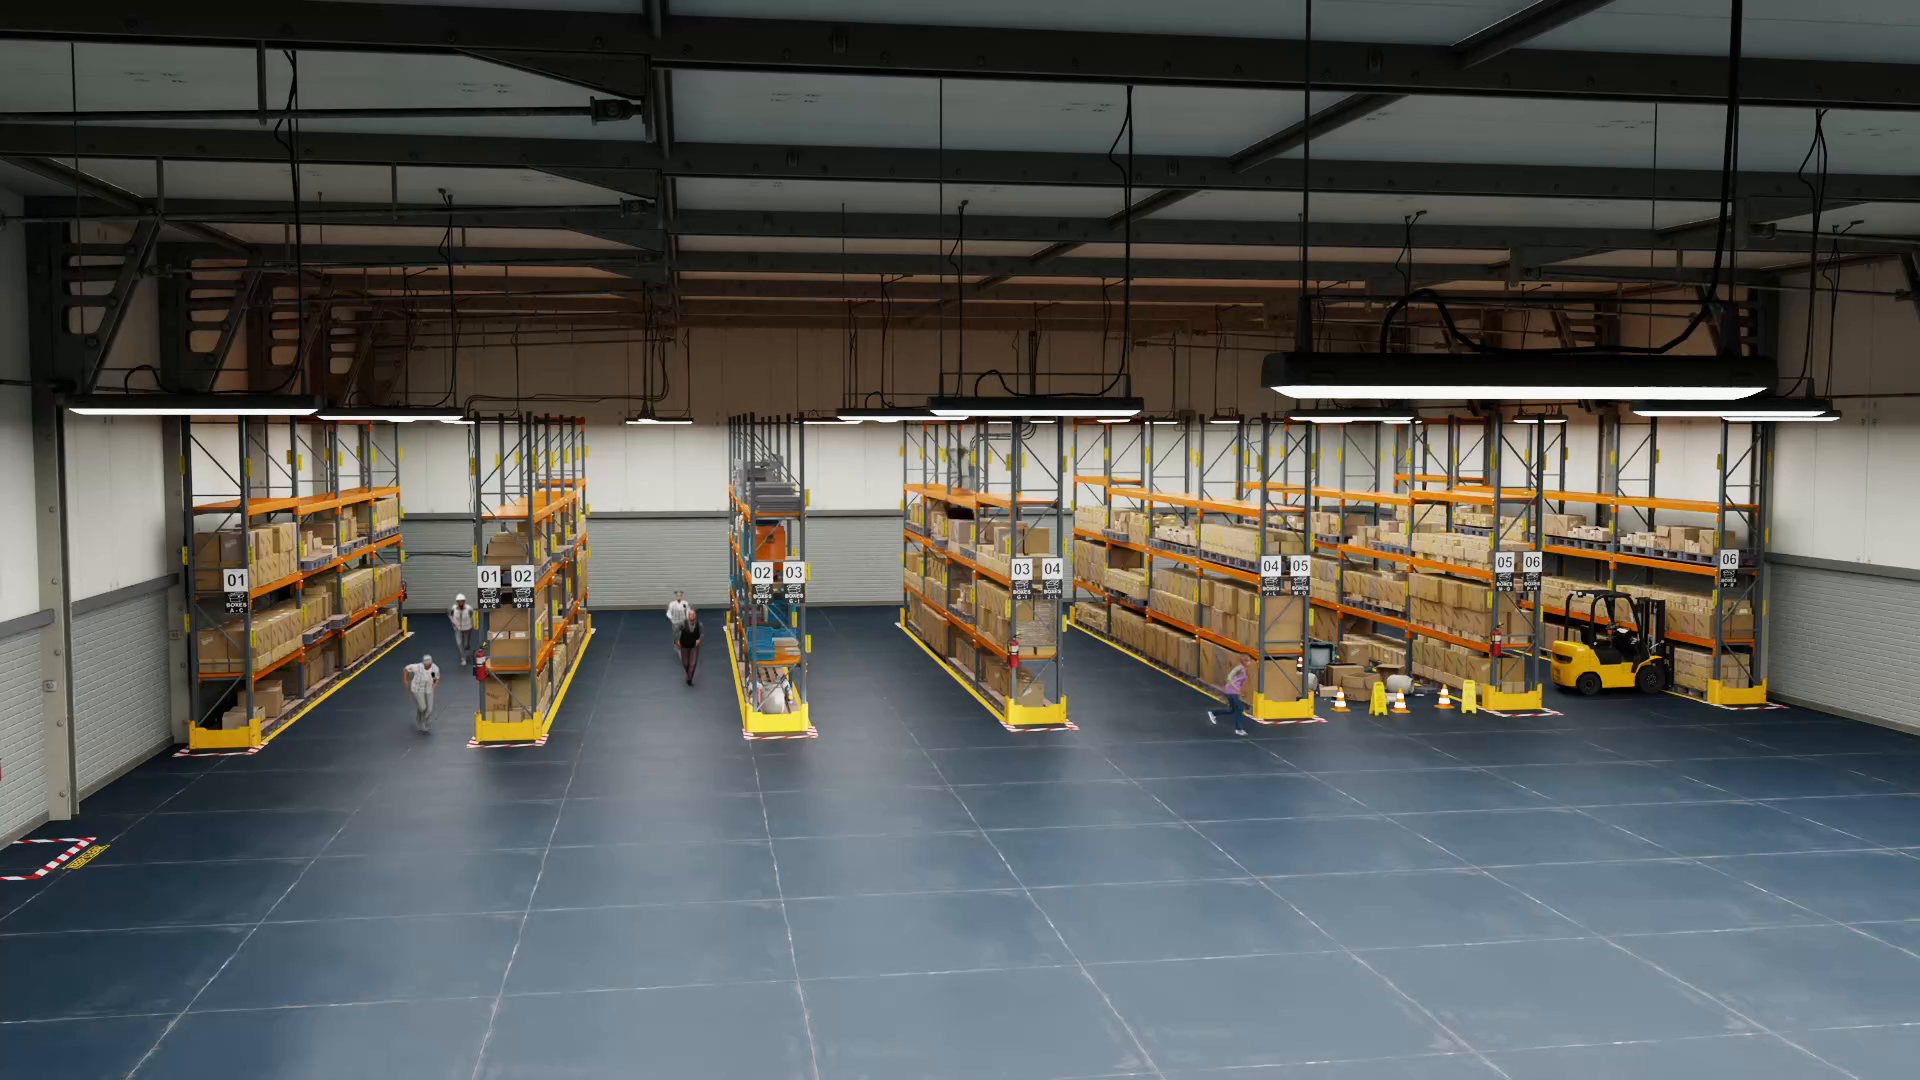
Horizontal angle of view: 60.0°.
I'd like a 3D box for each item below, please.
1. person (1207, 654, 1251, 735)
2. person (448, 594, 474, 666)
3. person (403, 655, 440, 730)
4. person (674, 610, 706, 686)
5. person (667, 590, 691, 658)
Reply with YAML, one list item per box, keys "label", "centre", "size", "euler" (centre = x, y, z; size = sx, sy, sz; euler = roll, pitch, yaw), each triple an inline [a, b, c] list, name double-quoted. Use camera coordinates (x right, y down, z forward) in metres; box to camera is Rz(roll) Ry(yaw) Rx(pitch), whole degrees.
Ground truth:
- label: "person"
  centre: [5.005, 2.875, 30.979]
  size: [0.843, 1.547, 0.543]
  euler: [2, 5, 32]
- label: "person"
  centre: [-12.032, 2.144, 40.236]
  size: [0.636, 1.725, 0.848]
  euler: [0, 4, -7]
- label: "person"
  centre: [-10.063, 2.862, 31.089]
  size: [0.627, 1.496, 0.853]
  euler: [-3, 5, -34]
- label: "person"
  centre: [-6.020, 2.391, 37.071]
  size: [0.684, 1.681, 0.706]
  euler: [-1, 4, -13]
- label: "person"
  centre: [-7.006, 2.072, 41.494]
  size: [0.608, 1.674, 0.845]
  euler: [-1, 4, -13]
